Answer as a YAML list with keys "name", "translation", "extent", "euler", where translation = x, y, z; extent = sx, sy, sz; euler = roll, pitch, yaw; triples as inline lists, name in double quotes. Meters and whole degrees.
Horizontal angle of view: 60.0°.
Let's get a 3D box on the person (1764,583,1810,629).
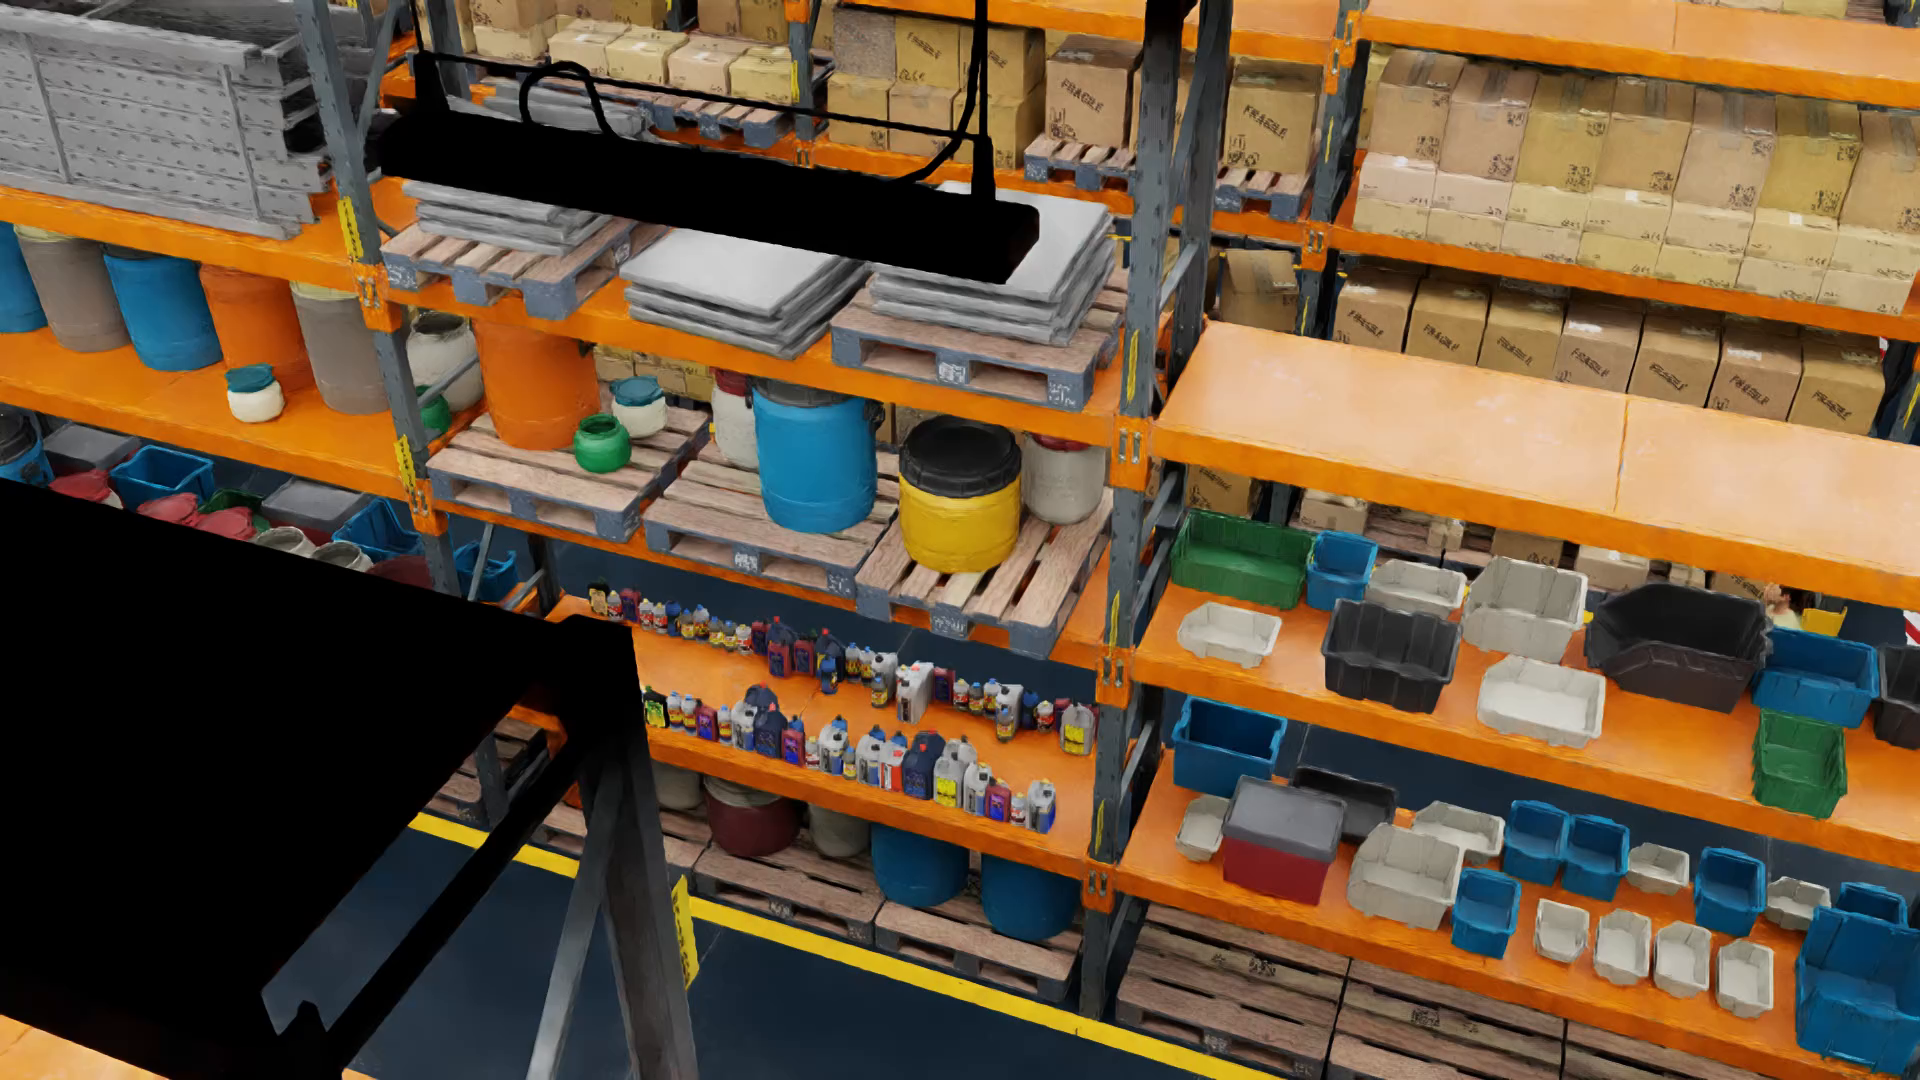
- name: "person"
  translation: [5.238, 0.874, 10.849]
  extent: [1.019, 1.612, 0.458]
  euler: [12, 38, 16]
